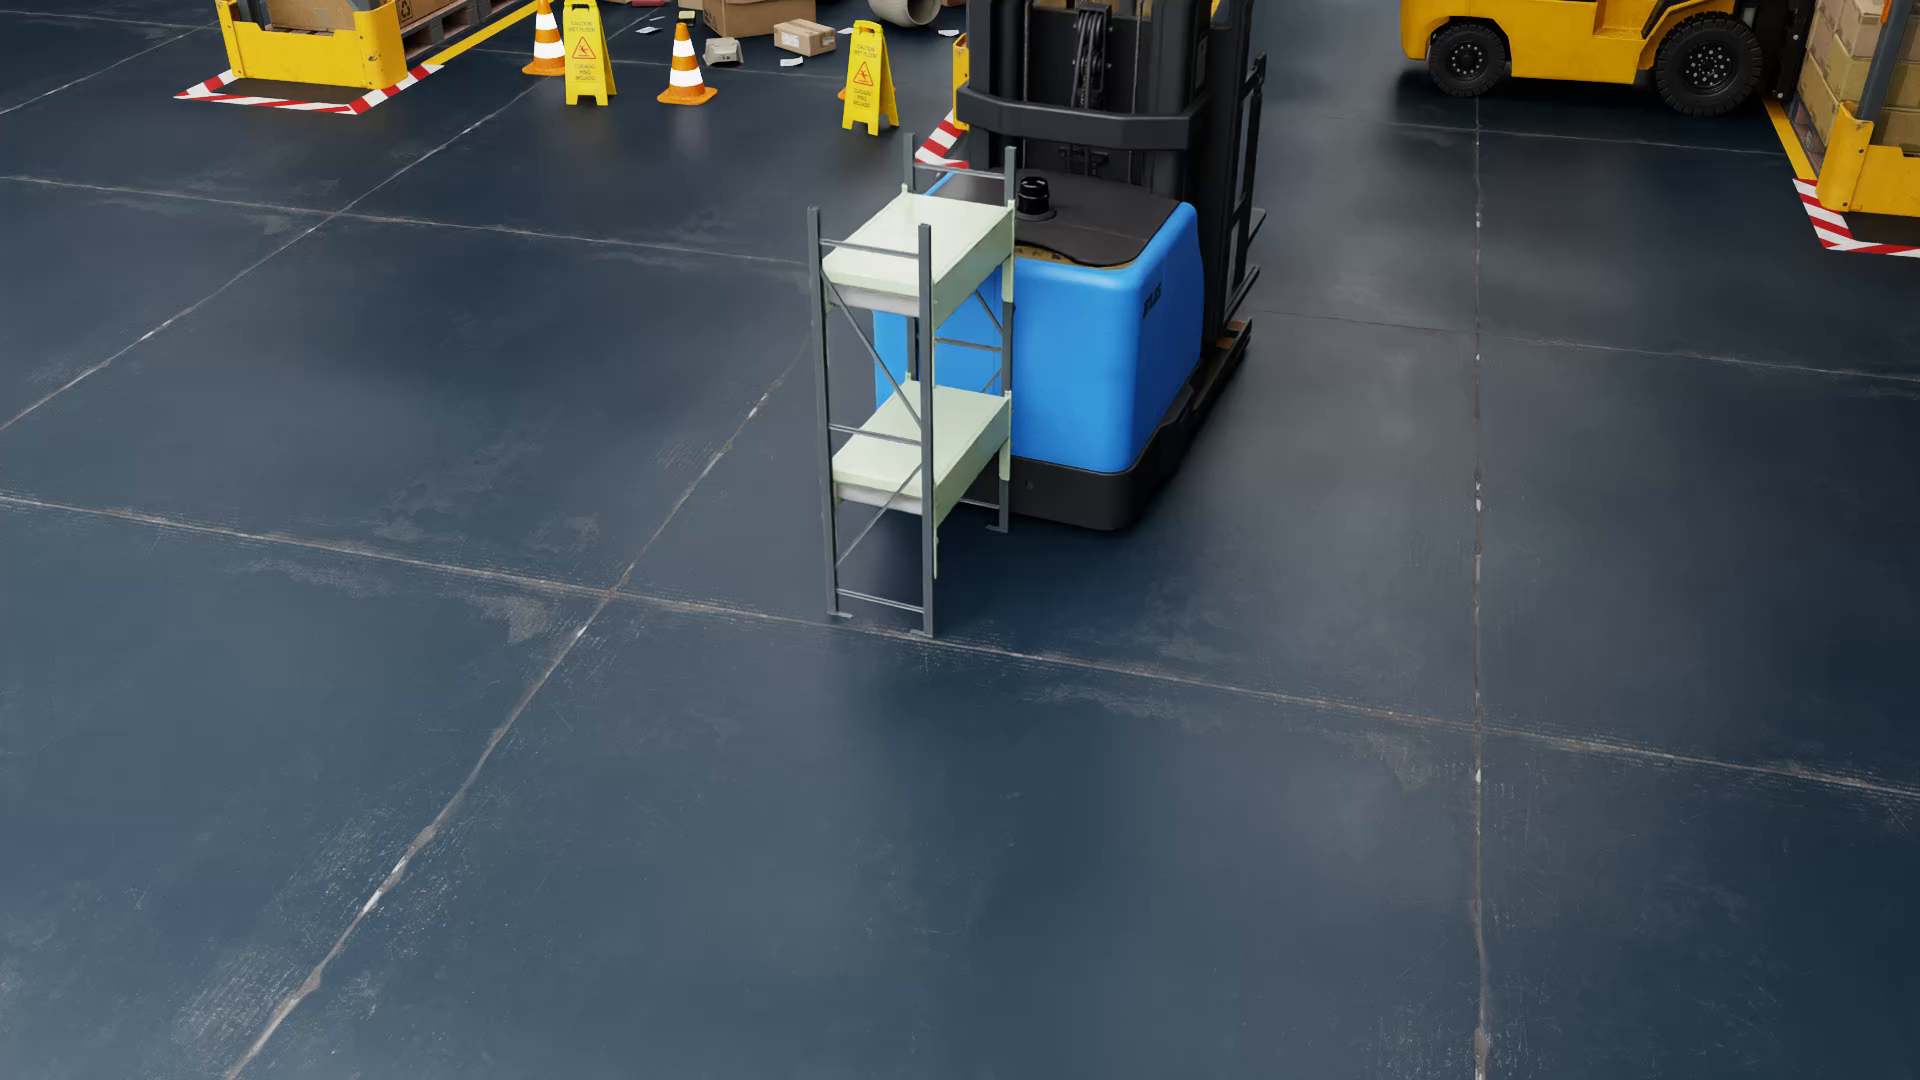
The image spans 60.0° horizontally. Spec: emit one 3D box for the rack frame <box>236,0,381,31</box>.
[{"bbox_3d":[-4.279,-4.389,10.358,1.000,3.000,0.127,8,33,12],"label":"rack frame"}]

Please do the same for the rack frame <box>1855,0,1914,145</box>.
[{"bbox_3d":[5.336,-3.094,8.321,1.000,3.000,0.127,8,33,12],"label":"rack frame"}]

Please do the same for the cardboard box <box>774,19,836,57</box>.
[{"bbox_3d":[-1.087,-3.520,11.648,0.380,0.149,0.250,28,42,36],"label":"cardboard box"}]

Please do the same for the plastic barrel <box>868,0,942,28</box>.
[{"bbox_3d":[-0.406,-3.959,12.082,0.421,0.421,0.512,-21,38,-29],"label":"plastic barrel"}]

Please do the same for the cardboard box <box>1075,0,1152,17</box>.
[{"bbox_3d":[1.012,-3.494,10.423,0.500,0.500,0.500,7,33,11],"label":"cardboard box"}]

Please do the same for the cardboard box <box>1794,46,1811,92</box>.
[{"bbox_3d":[5.421,-2.913,10.207,0.500,0.250,0.500,8,33,13],"label":"cardboard box"}]

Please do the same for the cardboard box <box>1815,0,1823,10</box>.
[{"bbox_3d":[5.394,-3.343,9.952,0.500,0.250,0.500,8,33,13],"label":"cardboard box"}]

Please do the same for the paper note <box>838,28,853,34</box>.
[{"bbox_3d":[-0.791,-3.692,12.040,0.148,0.019,0.142,20,38,29],"label":"paper note"}]

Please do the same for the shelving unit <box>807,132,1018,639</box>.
[{"bbox_3d":[-0.138,-0.519,5.668,0.431,1.500,0.755,12,34,18],"label":"shelving unit"}]

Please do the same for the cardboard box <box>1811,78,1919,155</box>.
[{"bbox_3d":[5.150,-2.398,9.397,0.500,0.250,0.500,8,33,13],"label":"cardboard box"}]

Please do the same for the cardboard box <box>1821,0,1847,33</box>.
[{"bbox_3d":[5.275,-3.080,9.538,0.500,0.250,0.500,9,33,13],"label":"cardboard box"}]

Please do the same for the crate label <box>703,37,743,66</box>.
[{"bbox_3d":[-1.625,-3.350,11.391,0.250,0.136,0.298,-8,33,-13],"label":"crate label"}]

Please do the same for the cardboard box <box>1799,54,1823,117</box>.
[{"bbox_3d":[5.285,-2.654,9.801,0.500,0.250,0.500,8,33,12],"label":"cardboard box"}]

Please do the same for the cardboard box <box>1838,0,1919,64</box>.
[{"bbox_3d":[5.152,-2.814,9.120,0.500,0.250,0.500,9,34,14],"label":"cardboard box"}]

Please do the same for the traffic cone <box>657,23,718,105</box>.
[{"bbox_3d":[-1.764,-3.071,10.649,0.336,0.463,0.334,8,33,12],"label":"traffic cone"}]

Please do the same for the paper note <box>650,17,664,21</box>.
[{"bbox_3d":[-2.245,-3.863,12.316,0.032,0.001,0.123,28,42,36],"label":"paper note"}]

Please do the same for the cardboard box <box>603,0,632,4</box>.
[{"bbox_3d":[-2.666,-4.466,12.807,0.500,0.500,0.500,14,35,21],"label":"cardboard box"}]

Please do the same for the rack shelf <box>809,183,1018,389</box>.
[{"bbox_3d":[-0.138,-0.848,5.458,0.431,0.370,0.720,12,34,18],"label":"rack shelf"}]

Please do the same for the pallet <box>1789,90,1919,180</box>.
[{"bbox_3d":[5.490,-2.320,9.702,1.003,0.211,1.213,8,33,12],"label":"pallet"}]

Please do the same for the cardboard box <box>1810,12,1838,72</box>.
[{"bbox_3d":[5.295,-2.876,9.683,0.500,0.250,0.500,8,33,12],"label":"cardboard box"}]

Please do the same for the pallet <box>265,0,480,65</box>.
[{"bbox_3d":[-4.152,-3.638,11.776,1.003,0.211,1.213,8,33,12],"label":"pallet"}]

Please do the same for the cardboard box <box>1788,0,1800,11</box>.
[{"bbox_3d":[5.536,-3.406,10.517,0.500,0.250,0.500,8,33,12],"label":"cardboard box"}]

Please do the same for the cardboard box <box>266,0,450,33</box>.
[{"bbox_3d":[-4.171,-4.031,11.384,0.875,0.875,0.875,8,33,13],"label":"cardboard box"}]

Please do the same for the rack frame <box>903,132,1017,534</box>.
[{"bbox_3d":[-0.002,-0.701,5.954,0.400,1.500,0.023,12,34,18],"label":"rack frame"}]

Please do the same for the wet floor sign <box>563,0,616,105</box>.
[{"bbox_3d":[-2.372,-3.111,10.542,0.267,0.644,0.232,3,33,4],"label":"wet floor sign"}]

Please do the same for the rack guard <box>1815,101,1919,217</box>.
[{"bbox_3d":[5.330,-2.027,8.972,1.175,0.500,0.348,8,33,12],"label":"rack guard"}]

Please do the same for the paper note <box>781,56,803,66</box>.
[{"bbox_3d":[-1.151,-3.276,11.375,0.148,0.019,0.142,-3,33,-4],"label":"paper note"}]

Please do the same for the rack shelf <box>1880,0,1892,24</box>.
[{"bbox_3d":[5.844,-3.828,10.146,1.077,0.370,4.000,8,33,12],"label":"rack shelf"}]

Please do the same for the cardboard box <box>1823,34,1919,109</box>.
[{"bbox_3d":[5.157,-2.617,9.276,0.500,0.250,0.500,8,33,12],"label":"cardboard box"}]

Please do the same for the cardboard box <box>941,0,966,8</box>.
[{"bbox_3d":[-0.039,-4.419,12.733,0.500,0.500,0.500,-21,38,-29],"label":"cardboard box"}]

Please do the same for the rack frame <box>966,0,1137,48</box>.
[{"bbox_3d":[0.534,-3.768,9.381,1.000,3.000,0.127,8,33,12],"label":"rack frame"}]

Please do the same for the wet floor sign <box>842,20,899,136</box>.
[{"bbox_3d":[-0.549,-2.821,10.087,0.267,0.644,0.232,20,38,29],"label":"wet floor sign"}]

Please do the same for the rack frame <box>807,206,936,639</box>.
[{"bbox_3d":[-0.274,-0.336,5.381,0.400,1.500,0.023,12,34,18],"label":"rack frame"}]

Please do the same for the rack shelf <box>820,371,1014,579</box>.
[{"bbox_3d":[-0.138,-0.244,5.843,0.431,0.370,0.720,12,34,18],"label":"rack shelf"}]

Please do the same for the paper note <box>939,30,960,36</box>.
[{"bbox_3d":[-0.079,-3.661,11.980,0.142,0.019,0.148,-3,33,-4],"label":"paper note"}]

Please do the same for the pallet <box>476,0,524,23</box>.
[{"bbox_3d":[-3.841,-4.269,12.769,1.003,0.211,1.213,8,33,12],"label":"pallet"}]

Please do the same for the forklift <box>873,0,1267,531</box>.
[{"bbox_3d":[0.683,-2.051,6.745,1.130,2.935,3.031,12,34,18],"label":"forklift"}]

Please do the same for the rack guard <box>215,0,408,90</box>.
[{"bbox_3d":[-4.286,-3.322,11.009,1.175,0.500,0.348,8,33,12],"label":"rack guard"}]

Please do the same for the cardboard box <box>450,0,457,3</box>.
[{"bbox_3d":[-3.950,-4.488,12.102,0.875,0.875,0.875,8,33,12],"label":"cardboard box"}]

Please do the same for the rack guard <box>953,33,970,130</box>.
[{"bbox_3d":[0.553,-2.752,10.114,1.175,0.500,0.348,8,33,12],"label":"rack guard"}]

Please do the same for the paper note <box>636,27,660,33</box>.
[{"bbox_3d":[-2.250,-3.697,12.038,0.144,0.017,0.142,20,38,29],"label":"paper note"}]

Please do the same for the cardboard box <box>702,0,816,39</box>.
[{"bbox_3d":[-1.469,-3.970,12.027,0.797,0.503,0.637,-14,35,-21],"label":"cardboard box"}]

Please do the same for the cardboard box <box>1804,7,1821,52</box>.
[{"bbox_3d":[5.406,-3.146,10.109,0.500,0.250,0.500,7,33,11],"label":"cardboard box"}]

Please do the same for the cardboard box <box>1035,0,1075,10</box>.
[{"bbox_3d":[0.485,-3.552,10.515,0.500,0.500,0.500,8,33,13],"label":"cardboard box"}]

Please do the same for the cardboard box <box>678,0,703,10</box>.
[{"bbox_3d":[-1.919,-4.168,12.560,0.396,0.266,0.258,14,35,21],"label":"cardboard box"}]

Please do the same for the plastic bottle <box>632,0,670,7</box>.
[{"bbox_3d":[-2.345,-4.097,12.637,0.283,0.061,0.133,-3,33,-4],"label":"plastic bottle"}]

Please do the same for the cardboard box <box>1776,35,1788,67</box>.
[{"bbox_3d":[5.531,-3.185,10.636,0.500,0.250,0.500,9,34,14],"label":"cardboard box"}]

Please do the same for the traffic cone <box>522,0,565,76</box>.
[{"bbox_3d":[-2.771,-3.401,11.168,0.336,0.463,0.334,8,33,12],"label":"traffic cone"}]

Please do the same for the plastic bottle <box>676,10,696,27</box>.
[{"bbox_3d":[-2.013,-3.848,12.245,0.133,0.061,0.283,-3,33,-4],"label":"plastic bottle"}]

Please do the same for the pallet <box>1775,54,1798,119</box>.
[{"bbox_3d":[5.802,-2.951,10.695,1.003,0.211,1.213,8,33,12],"label":"pallet"}]

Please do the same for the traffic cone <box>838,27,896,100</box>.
[{"bbox_3d":[-0.604,-3.096,10.689,0.336,0.463,0.334,8,33,12],"label":"traffic cone"}]

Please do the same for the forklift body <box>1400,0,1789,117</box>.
[{"bbox_3d":[4.053,-3.968,10.487,2.313,2.155,1.214,8,33,12],"label":"forklift body"}]
